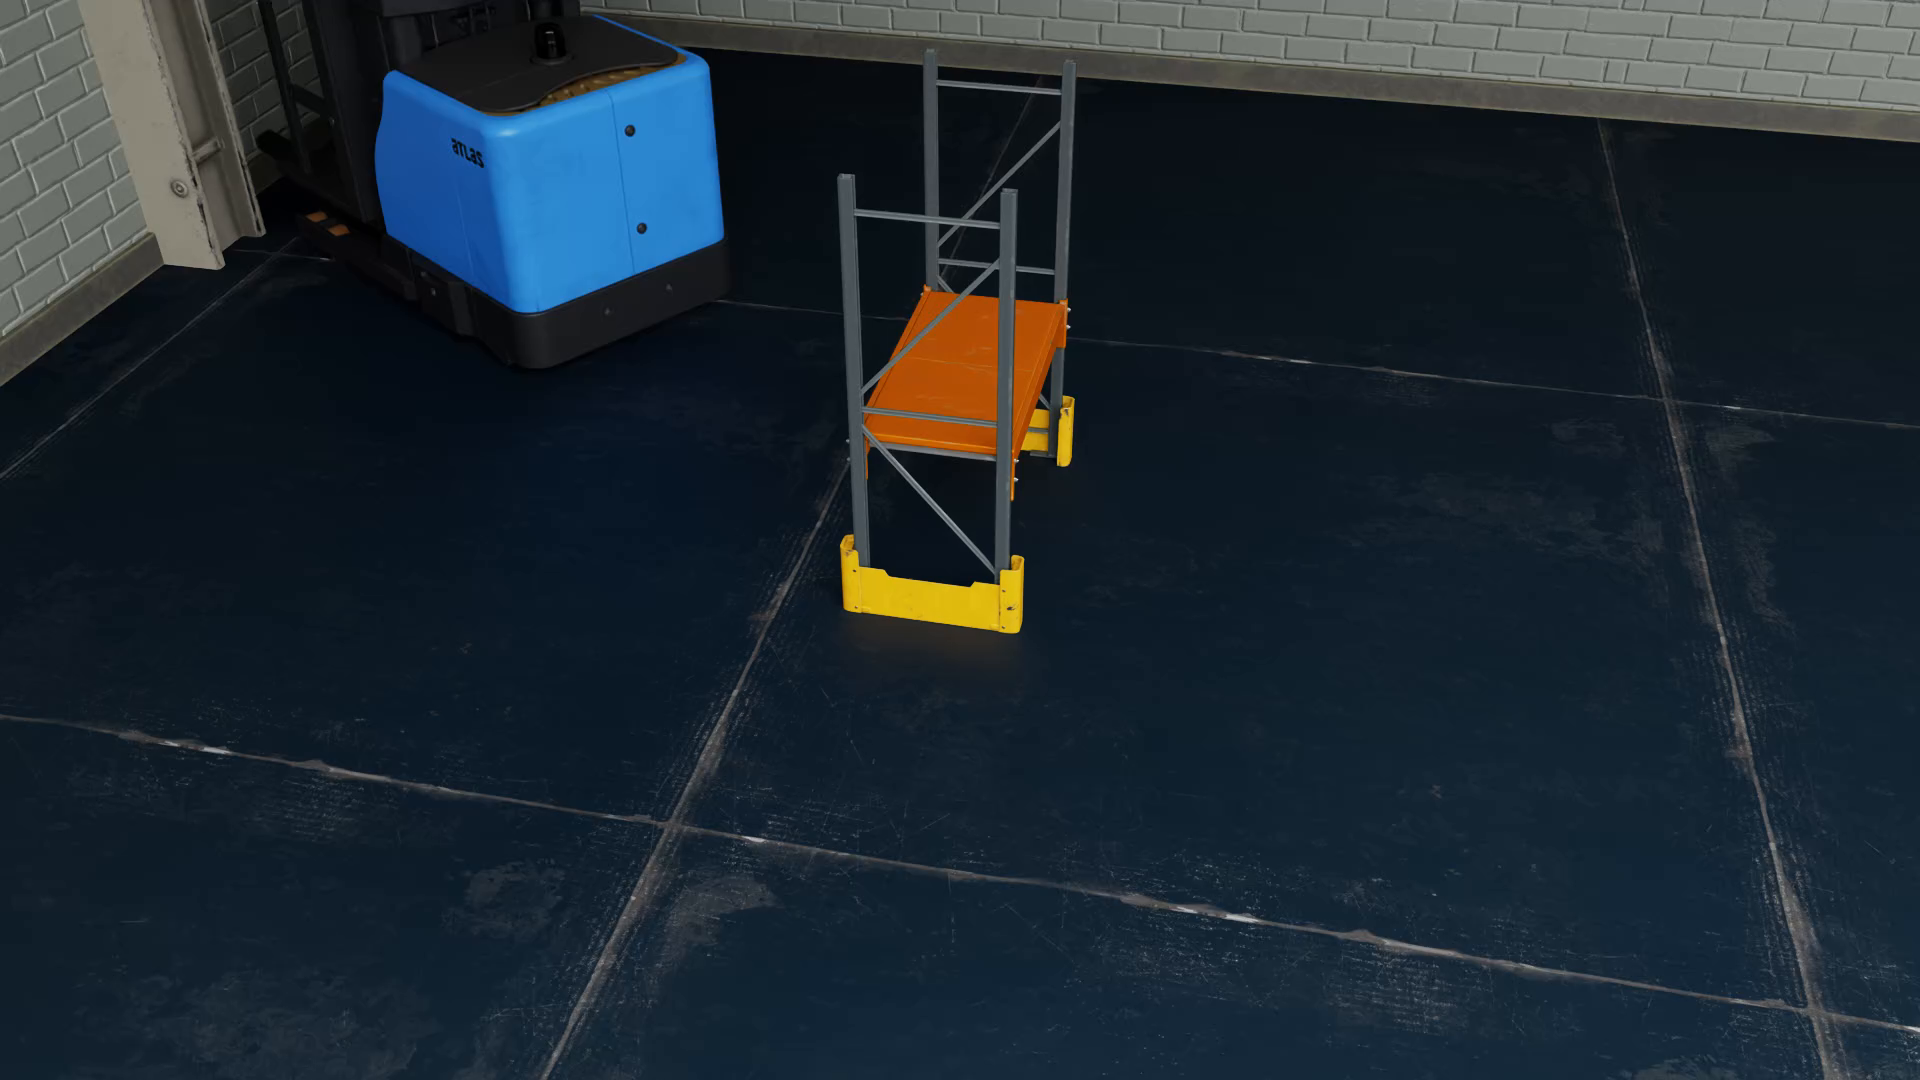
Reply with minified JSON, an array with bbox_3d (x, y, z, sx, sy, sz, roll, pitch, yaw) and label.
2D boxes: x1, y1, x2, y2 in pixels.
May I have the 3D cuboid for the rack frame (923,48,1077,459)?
[{"bbox_3d":[0.127,-0.948,5.779,0.500,1.500,0.032,7,37,10],"label":"rack frame"}]

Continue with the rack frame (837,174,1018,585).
[{"bbox_3d":[-0.090,-0.365,4.975,0.500,1.500,0.032,7,37,10],"label":"rack frame"}]

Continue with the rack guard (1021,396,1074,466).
[{"bbox_3d":[0.123,-0.430,6.131,0.587,0.250,0.087,7,37,10],"label":"rack guard"}]

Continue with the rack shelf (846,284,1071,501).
[{"bbox_3d":[0.018,-0.511,5.483,0.538,0.185,1.000,7,37,10],"label":"rack shelf"}]

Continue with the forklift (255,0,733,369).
[{"bbox_3d":[-2.367,-2.623,6.872,1.130,2.935,3.031,-30,46,-35],"label":"forklift"}]

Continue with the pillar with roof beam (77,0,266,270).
[{"bbox_3d":[0.795,-4.441,4.209,9.100,9.000,0.400,7,37,10],"label":"pillar with roof beam"}]

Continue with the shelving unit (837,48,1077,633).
[{"bbox_3d":[0.016,-0.651,5.370,0.587,1.500,1.083,7,37,10],"label":"shelving unit"}]

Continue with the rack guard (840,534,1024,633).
[{"bbox_3d":[-0.090,0.141,5.343,0.587,0.250,0.087,7,37,10],"label":"rack guard"}]
